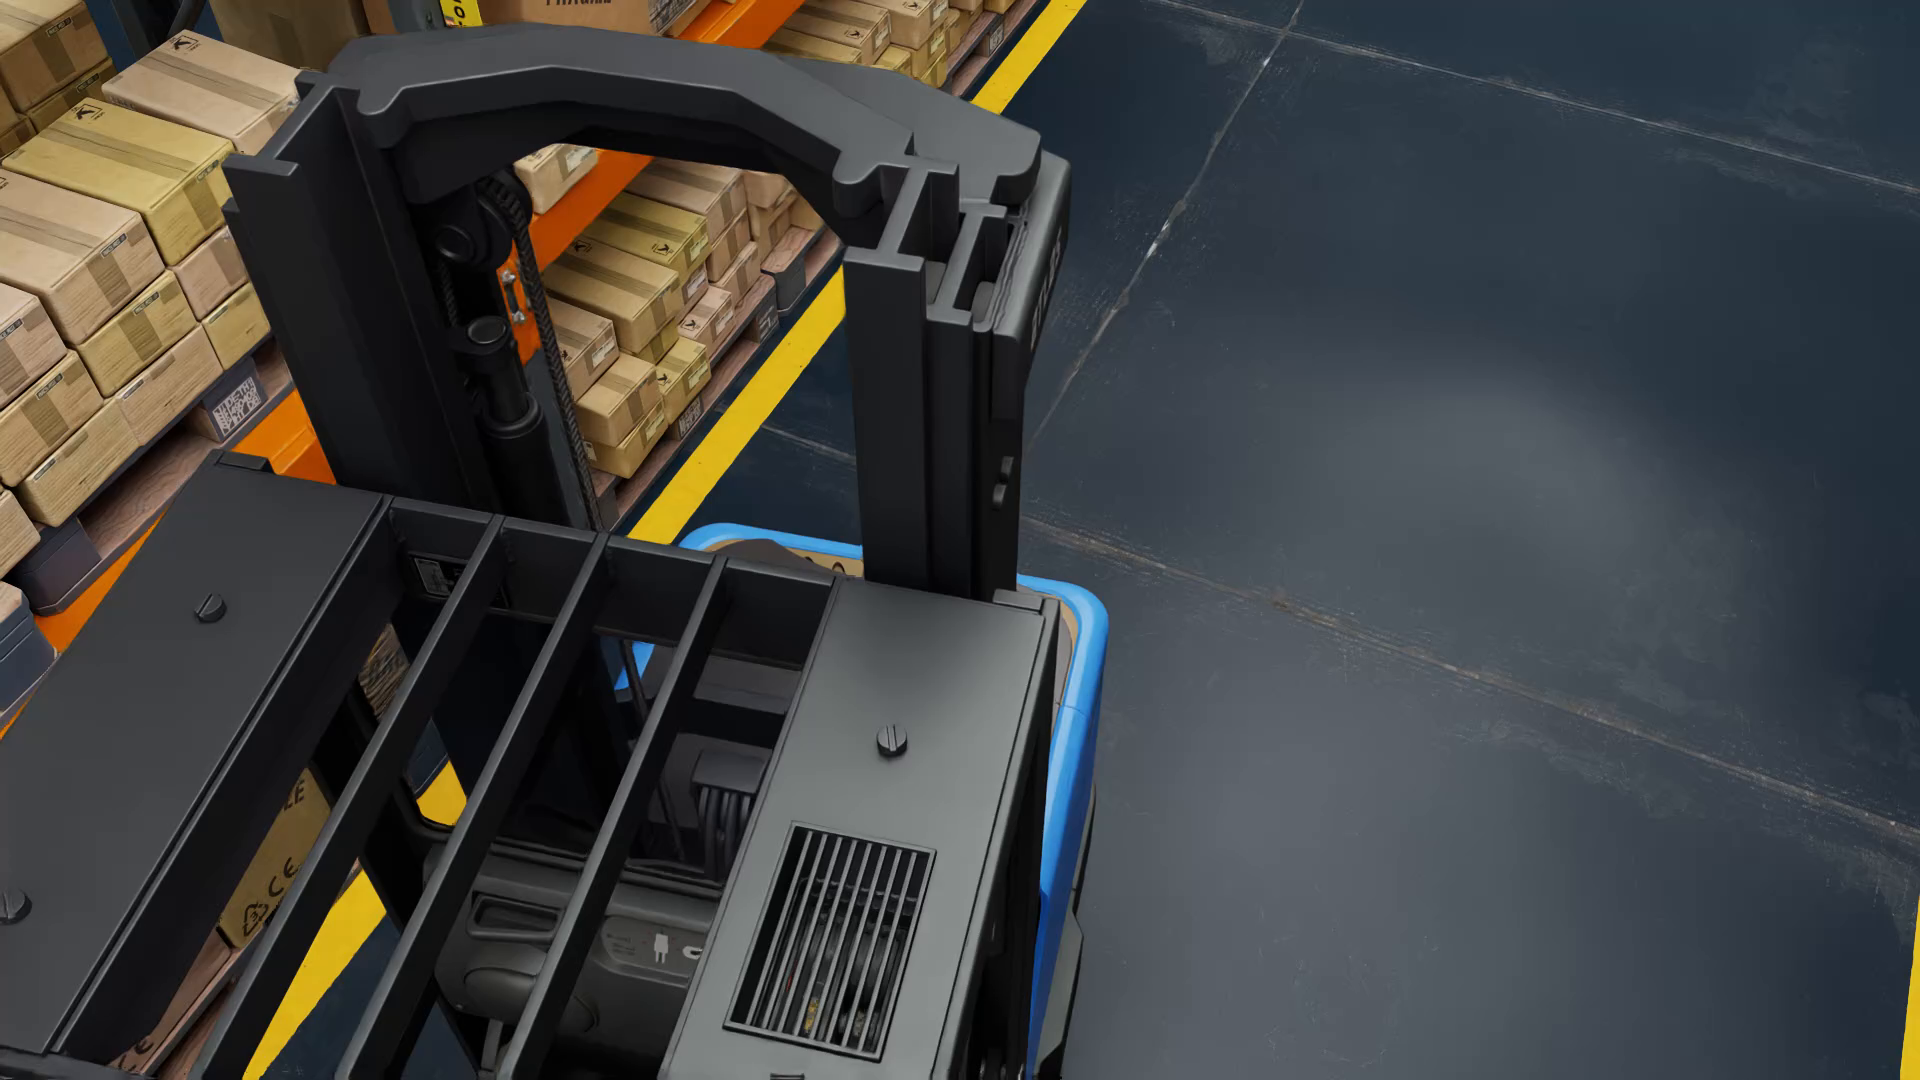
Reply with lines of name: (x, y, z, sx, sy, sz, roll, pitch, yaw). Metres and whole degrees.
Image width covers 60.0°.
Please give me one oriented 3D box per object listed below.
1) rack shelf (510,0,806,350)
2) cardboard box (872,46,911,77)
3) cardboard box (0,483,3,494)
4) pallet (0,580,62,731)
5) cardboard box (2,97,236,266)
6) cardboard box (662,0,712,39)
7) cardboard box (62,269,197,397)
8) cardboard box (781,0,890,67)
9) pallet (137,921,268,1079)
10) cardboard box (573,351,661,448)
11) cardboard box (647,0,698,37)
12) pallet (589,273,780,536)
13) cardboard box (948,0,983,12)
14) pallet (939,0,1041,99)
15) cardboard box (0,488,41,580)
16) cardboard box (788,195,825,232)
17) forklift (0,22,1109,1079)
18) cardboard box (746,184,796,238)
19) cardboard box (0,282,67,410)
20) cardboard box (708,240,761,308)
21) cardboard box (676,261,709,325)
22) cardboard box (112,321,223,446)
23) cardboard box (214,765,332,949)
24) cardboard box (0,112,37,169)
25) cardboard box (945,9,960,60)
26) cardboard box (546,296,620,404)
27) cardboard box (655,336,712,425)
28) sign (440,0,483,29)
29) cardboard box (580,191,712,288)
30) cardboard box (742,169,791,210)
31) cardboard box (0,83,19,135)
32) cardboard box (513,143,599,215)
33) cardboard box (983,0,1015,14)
rack shelf: (-0.737, -2.160, 5.591, 1.077, 0.370, 4.000, 20, 52, 16)
cardboard box: (-0.406, -1.733, 6.156, 0.380, 0.149, 0.250, 22, 53, 18)
cardboard box: (-2.028, -0.108, 3.067, 0.380, 0.149, 0.250, 17, 52, 14)
pallet: (-2.491, 0.424, 3.045, 1.003, 0.211, 1.213, 20, 52, 16)
cardboard box: (-1.700, -0.738, 3.407, 0.380, 0.149, 0.250, 18, 52, 15)
cardboard box: (-0.943, -1.611, 4.816, 0.380, 0.149, 0.250, 18, 52, 14)
cardboard box: (-1.803, -0.477, 3.380, 0.380, 0.149, 0.250, 22, 53, 18)
cardboard box: (-0.480, -1.848, 6.058, 0.380, 0.149, 0.250, 18, 52, 15)
pallet: (-2.442, 1.268, 4.033, 1.003, 0.211, 1.213, 20, 52, 16)
cardboard box: (-1.147, -0.470, 5.081, 0.380, 0.149, 0.250, 22, 53, 18)
cardboard box: (-0.947, -1.747, 4.506, 0.500, 0.500, 0.500, 20, 52, 16)
pallet: (-1.336, -0.586, 5.610, 1.003, 0.211, 1.213, 20, 52, 16)
cardboard box: (-0.070, -2.264, 6.608, 0.380, 0.149, 0.250, 18, 52, 15)
pallet: (-0.294, -2.266, 7.040, 1.003, 0.211, 1.213, 20, 52, 16)
cardboard box: (-2.022, -0.016, 3.184, 0.380, 0.149, 0.250, 18, 52, 15)
cardboard box: (-0.628, -1.281, 5.966, 0.380, 0.149, 0.250, 19, 52, 15)
forklift: (-0.479, 0.870, 2.586, 1.130, 2.935, 3.031, 10, 50, 8)
cardboard box: (-0.792, -1.219, 5.719, 0.380, 0.149, 0.250, 22, 53, 18)
cardboard box: (-1.924, -0.380, 3.102, 0.380, 0.149, 0.250, 20, 52, 16)
cardboard box: (-0.909, -0.936, 5.673, 0.380, 0.149, 0.250, 19, 52, 15)
cardboard box: (-1.049, -0.853, 5.407, 0.380, 0.149, 0.250, 20, 52, 16)
cardboard box: (-1.801, -0.382, 3.495, 0.380, 0.149, 0.250, 20, 52, 16)
cardboard box: (-1.899, 0.603, 4.133, 0.500, 0.500, 0.500, 19, 52, 15)
cardboard box: (-2.284, -0.866, 3.711, 0.380, 0.149, 0.250, 19, 52, 15)
cardboard box: (-0.221, -2.014, 6.590, 0.380, 0.149, 0.250, 20, 53, 16)
cardboard box: (-1.257, -0.591, 4.988, 0.380, 0.149, 0.250, 22, 53, 18)
cardboard box: (-1.031, -0.557, 5.351, 0.380, 0.149, 0.250, 21, 53, 17)
sign: (-1.088, -1.213, 3.552, 0.100, 0.325, 0.005, 20, 52, 16)
cardboard box: (-1.022, -0.951, 5.295, 0.380, 0.149, 0.250, 19, 52, 16)
cardboard box: (-0.749, -1.287, 5.581, 0.380, 0.149, 0.250, 21, 53, 17)
cardboard box: (-2.289, -0.947, 3.585, 0.380, 0.149, 0.250, 21, 53, 17)
cardboard box: (-1.174, -1.023, 4.316, 0.380, 0.149, 0.250, 22, 53, 17)
cardboard box: (0.063, -2.342, 6.869, 0.380, 0.149, 0.250, 21, 53, 17)
